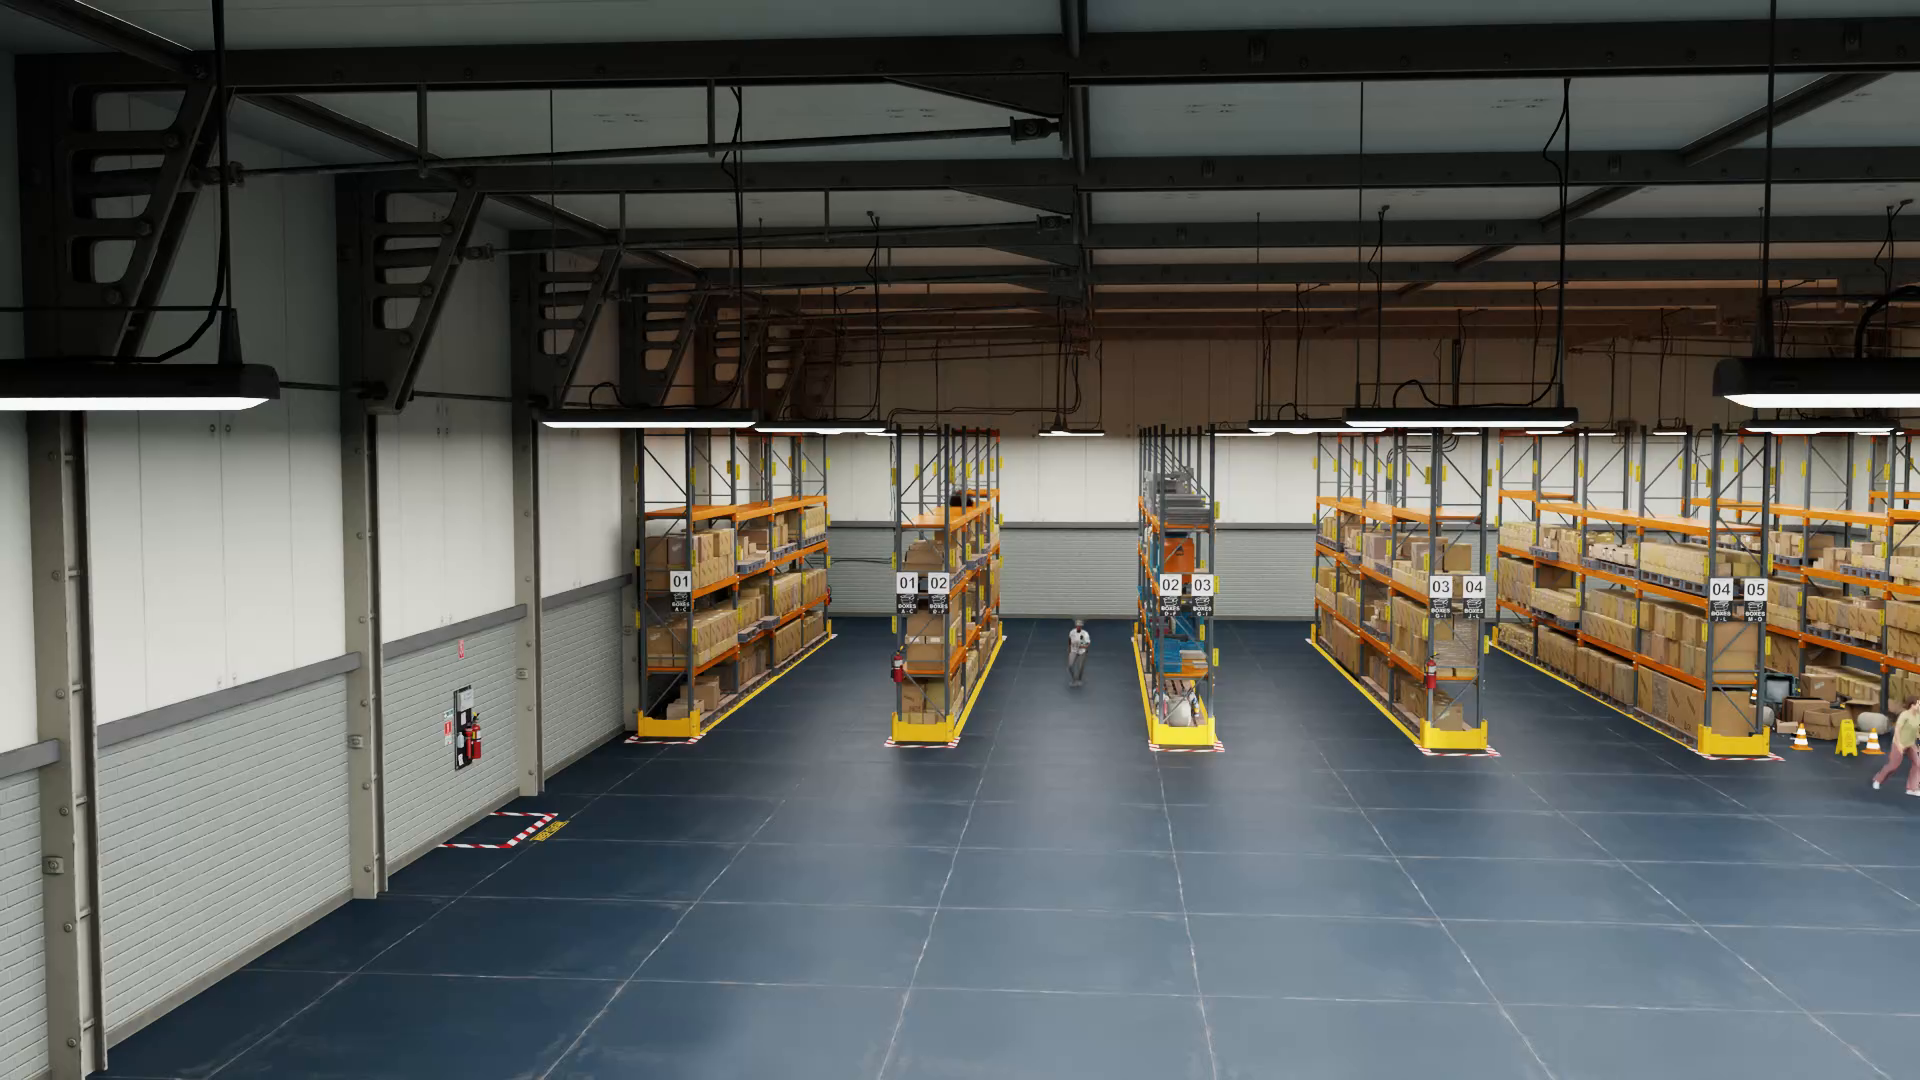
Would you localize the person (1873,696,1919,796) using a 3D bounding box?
[{"bbox_3d":[15.226,3.292,26.880,0.638,1.598,0.816,-2,4,-27],"label":"person"}]

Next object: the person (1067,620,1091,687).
[{"bbox_3d":[2.744,2.611,38.363,0.575,1.559,0.951,1,4,9],"label":"person"}]
